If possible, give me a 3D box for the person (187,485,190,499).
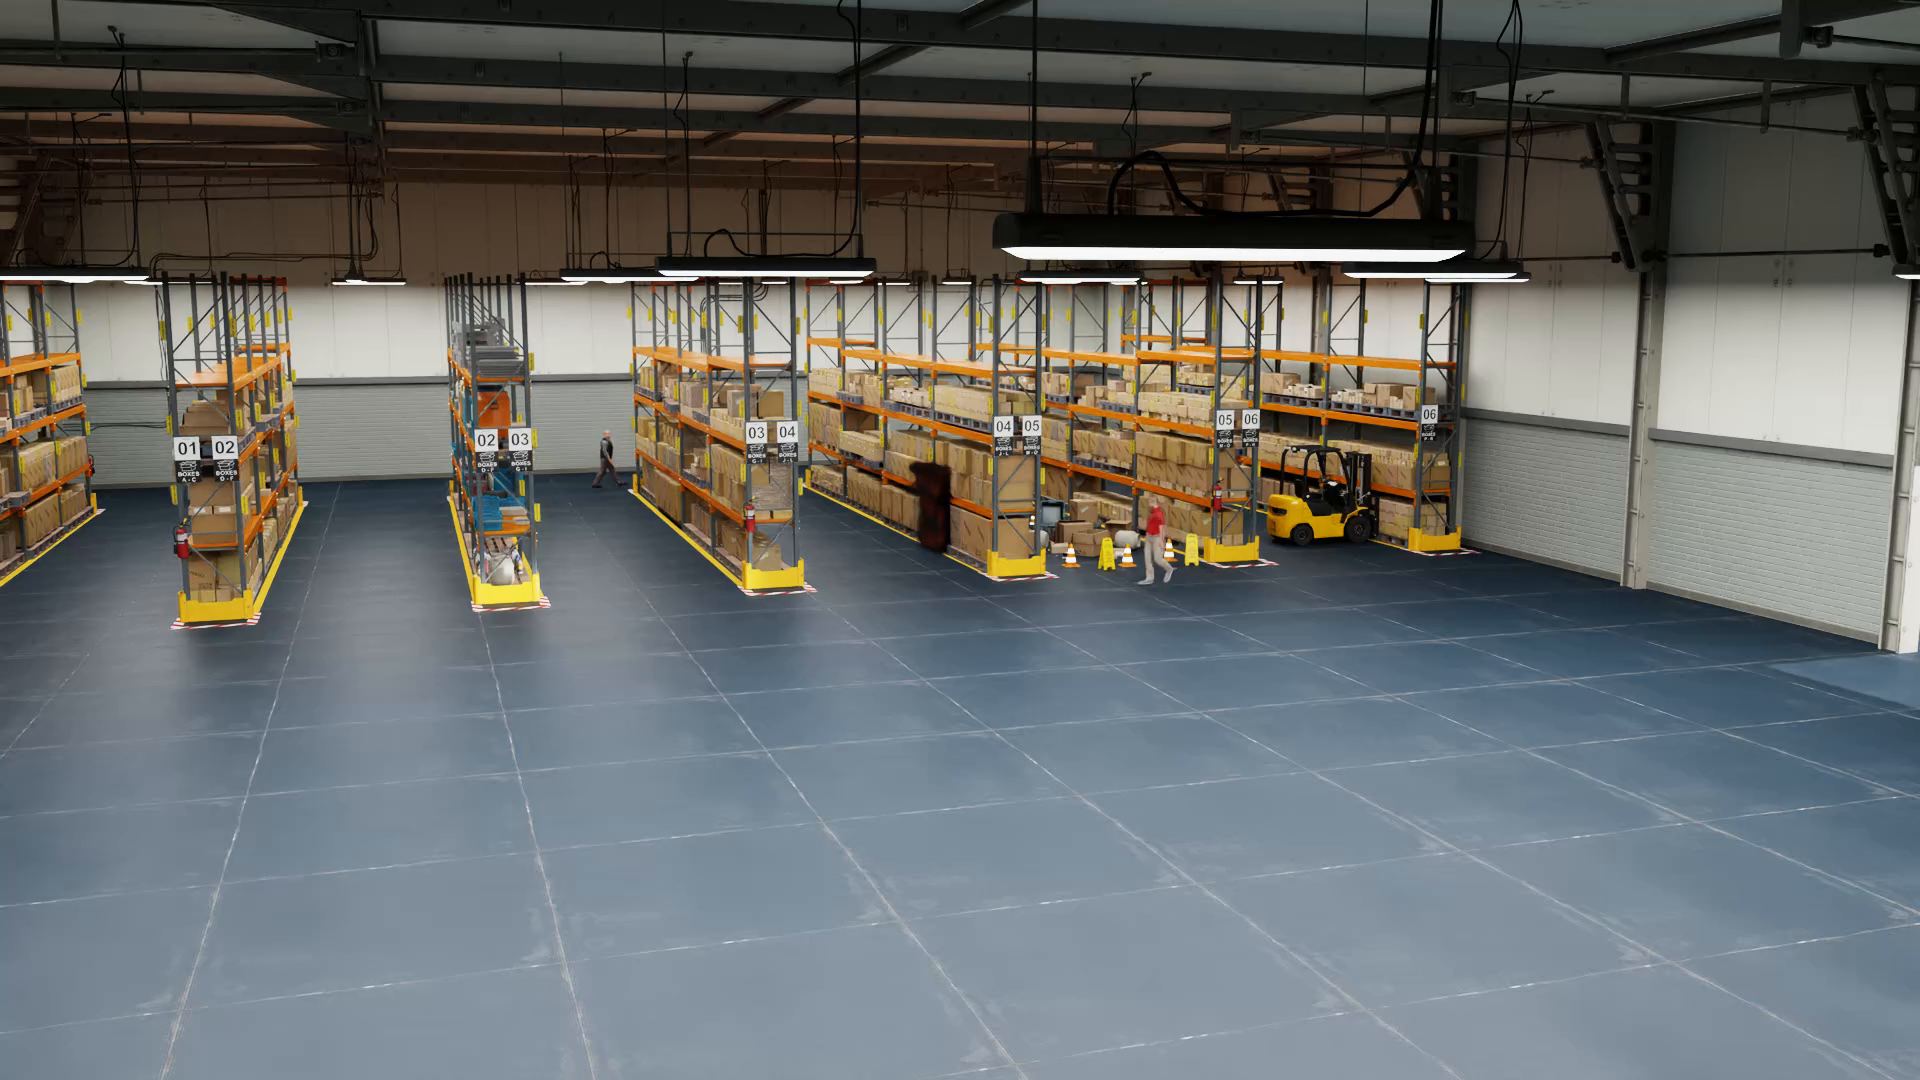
[{"bbox_3d":[-20.816,-1.920,45.252,0.495,1.700,0.509,-1,9,-8],"label":"person"}]

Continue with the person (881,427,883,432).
[{"bbox_3d":[-2.636,-3.004,52.143,0.666,1.743,0.988,7,11,40],"label":"person"}]

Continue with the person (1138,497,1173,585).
[{"bbox_3d":[3.835,0.010,32.242,0.649,1.715,0.519,-8,12,-42],"label":"person"}]

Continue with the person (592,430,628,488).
[{"bbox_3d":[-10.106,-2.344,47.883,1.056,1.658,0.664,-3,9,-18],"label":"person"}]
